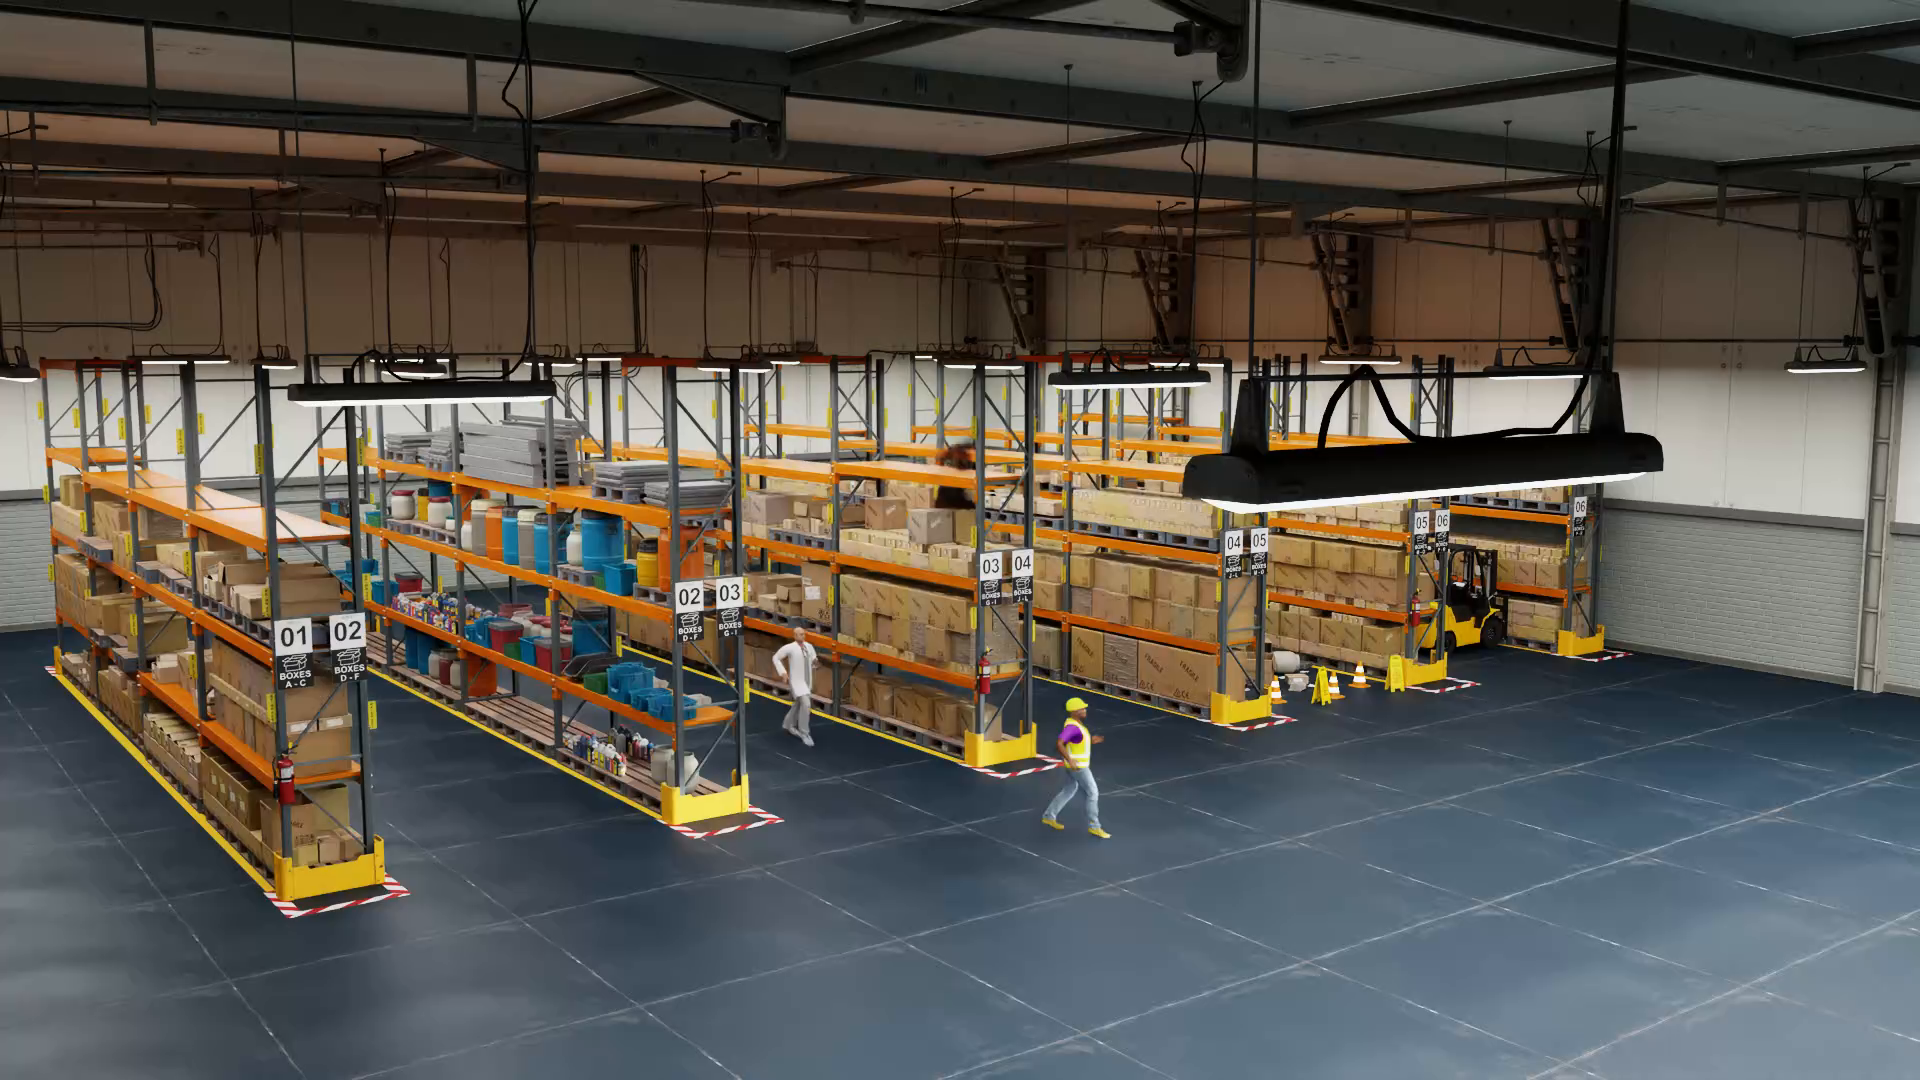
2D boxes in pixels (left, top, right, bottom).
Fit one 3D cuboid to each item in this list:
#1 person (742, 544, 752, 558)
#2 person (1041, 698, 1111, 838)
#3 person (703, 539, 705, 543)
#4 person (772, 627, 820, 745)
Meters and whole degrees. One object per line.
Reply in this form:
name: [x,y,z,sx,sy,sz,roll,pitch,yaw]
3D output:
person: [-5.378,0.488,41.785,0.769,1.693,0.627,-7,10,-44]
person: [1.483,2.898,21.198,0.876,1.802,0.685,0,7,-4]
person: [-6.197,0.773,39.678,0.606,1.630,0.781,1,7,8]
person: [-2.543,2.293,26.321,0.847,1.848,0.672,5,9,37]
